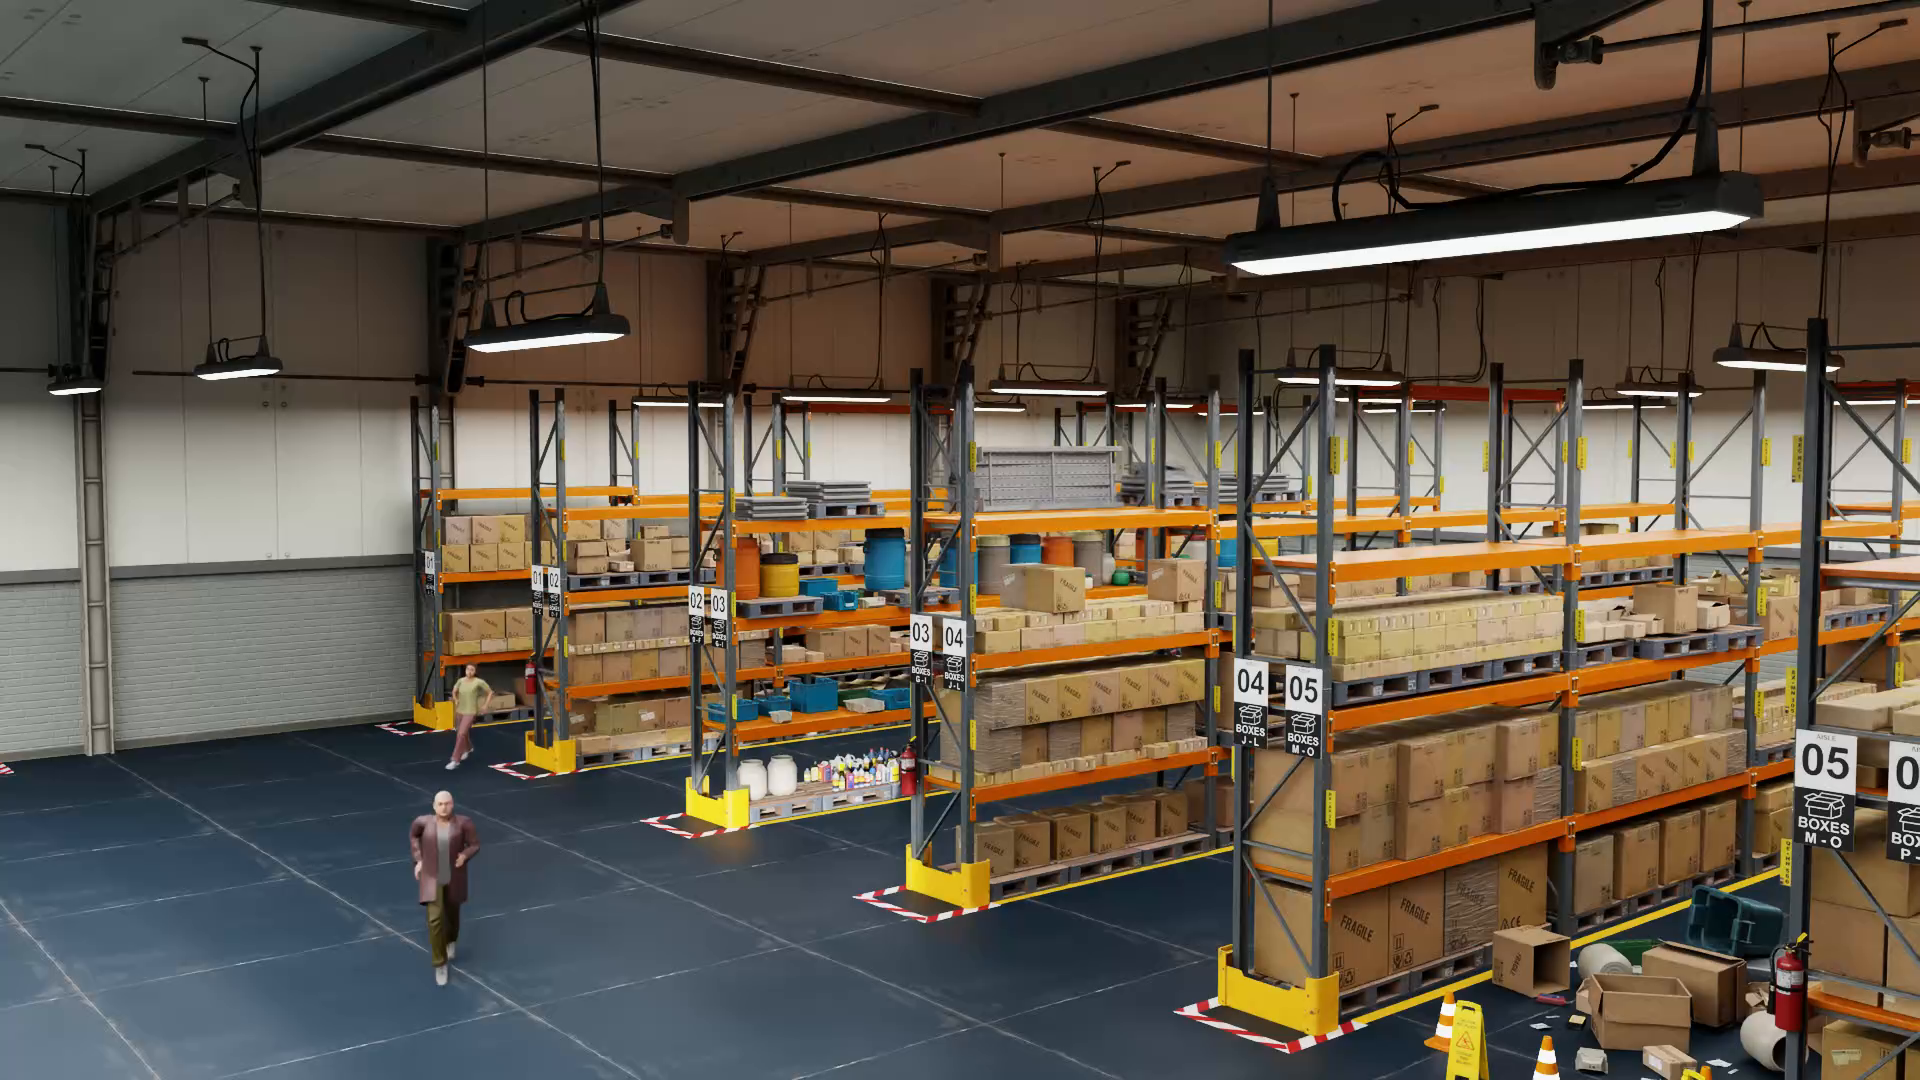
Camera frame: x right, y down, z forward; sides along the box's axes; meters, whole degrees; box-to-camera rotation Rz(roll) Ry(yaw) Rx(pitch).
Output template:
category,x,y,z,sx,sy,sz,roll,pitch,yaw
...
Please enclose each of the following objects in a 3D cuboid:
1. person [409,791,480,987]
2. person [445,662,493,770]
category,x,y,z,sx,sy,sz,roll,pitch,yaw
person,-5.014,3.320,16.194,0.649,1.804,0.978,-1,4,-20
person,-7.804,2.760,26.452,0.636,1.664,0.878,1,3,14
